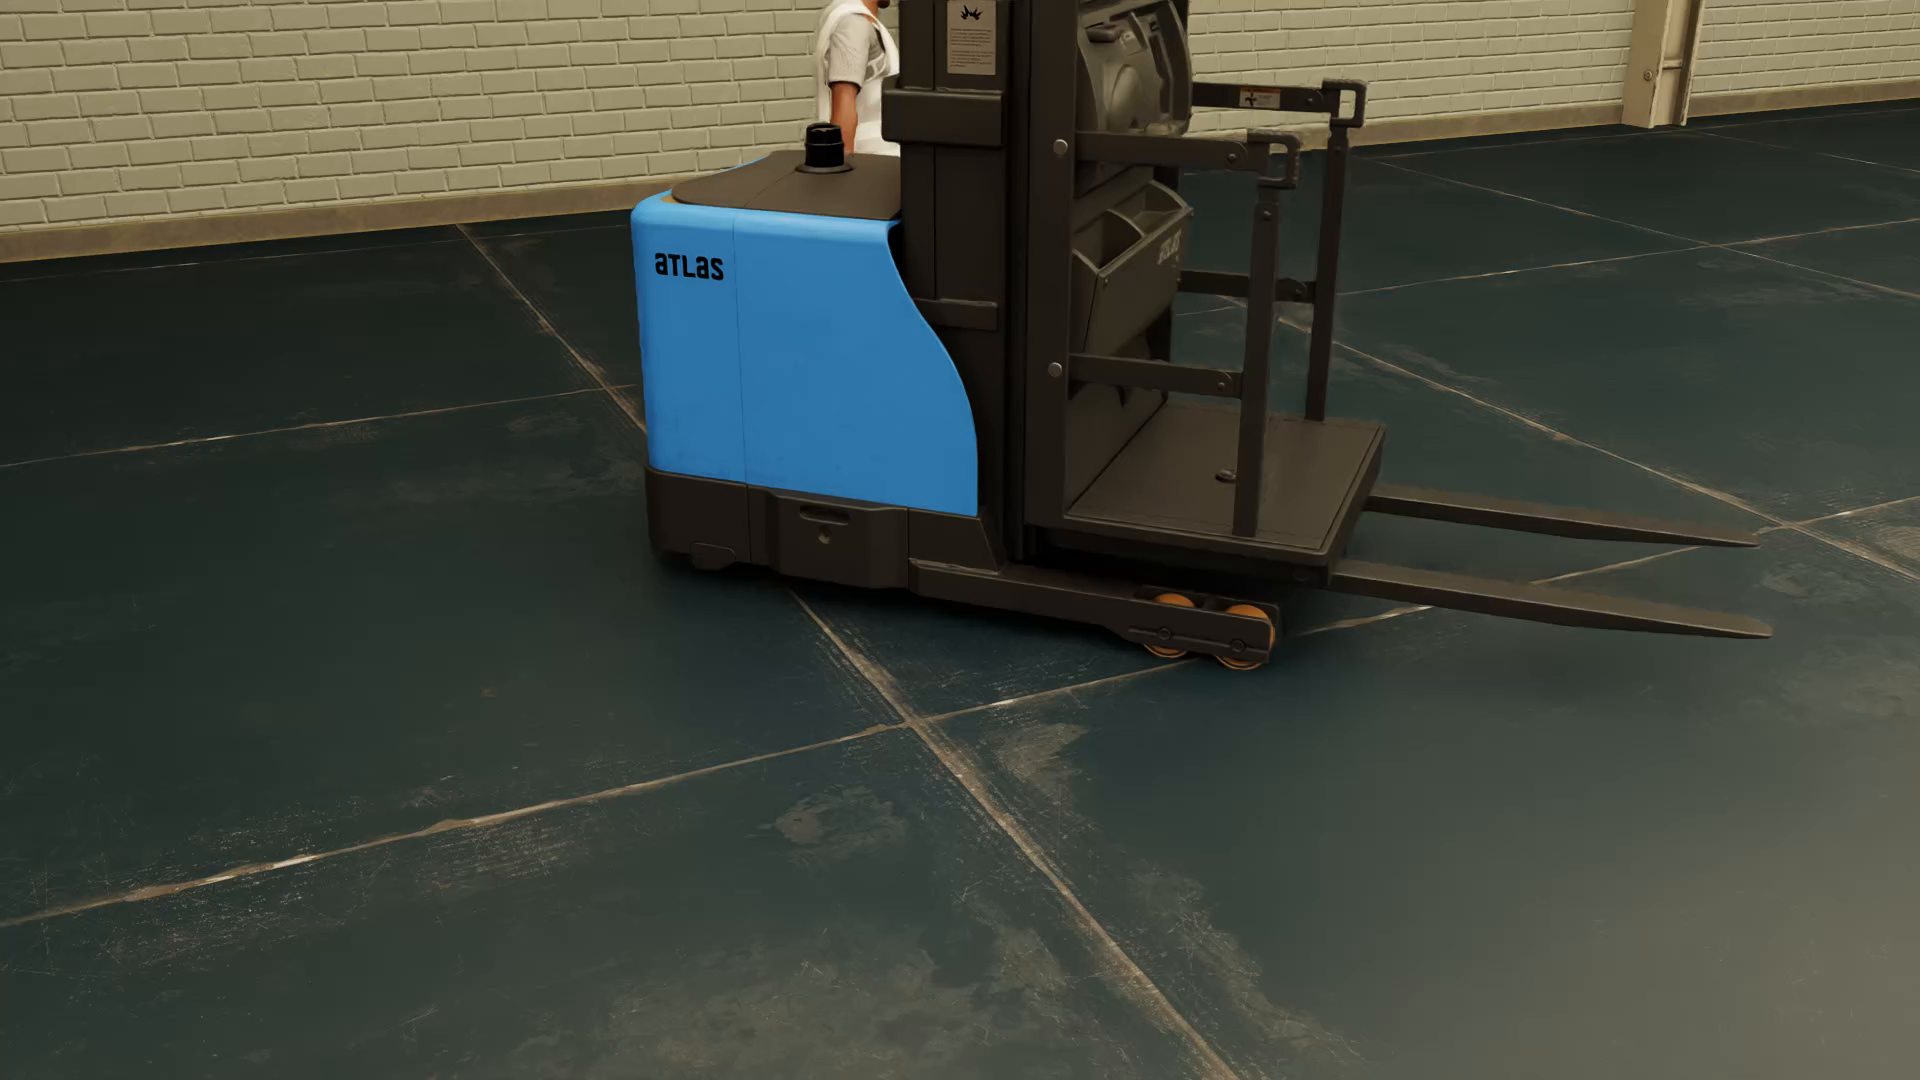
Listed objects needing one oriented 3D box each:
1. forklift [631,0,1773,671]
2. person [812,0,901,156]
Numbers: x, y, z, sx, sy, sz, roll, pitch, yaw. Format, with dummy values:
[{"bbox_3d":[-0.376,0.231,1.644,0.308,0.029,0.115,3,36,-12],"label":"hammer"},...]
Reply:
[{"bbox_3d":[0.651,-1.247,4.289,3.031,2.935,1.130,8,24,20],"label":"forklift"},{"bbox_3d":[-0.411,-1.337,6.149,0.483,1.753,0.878,-2,23,-5],"label":"person"}]
